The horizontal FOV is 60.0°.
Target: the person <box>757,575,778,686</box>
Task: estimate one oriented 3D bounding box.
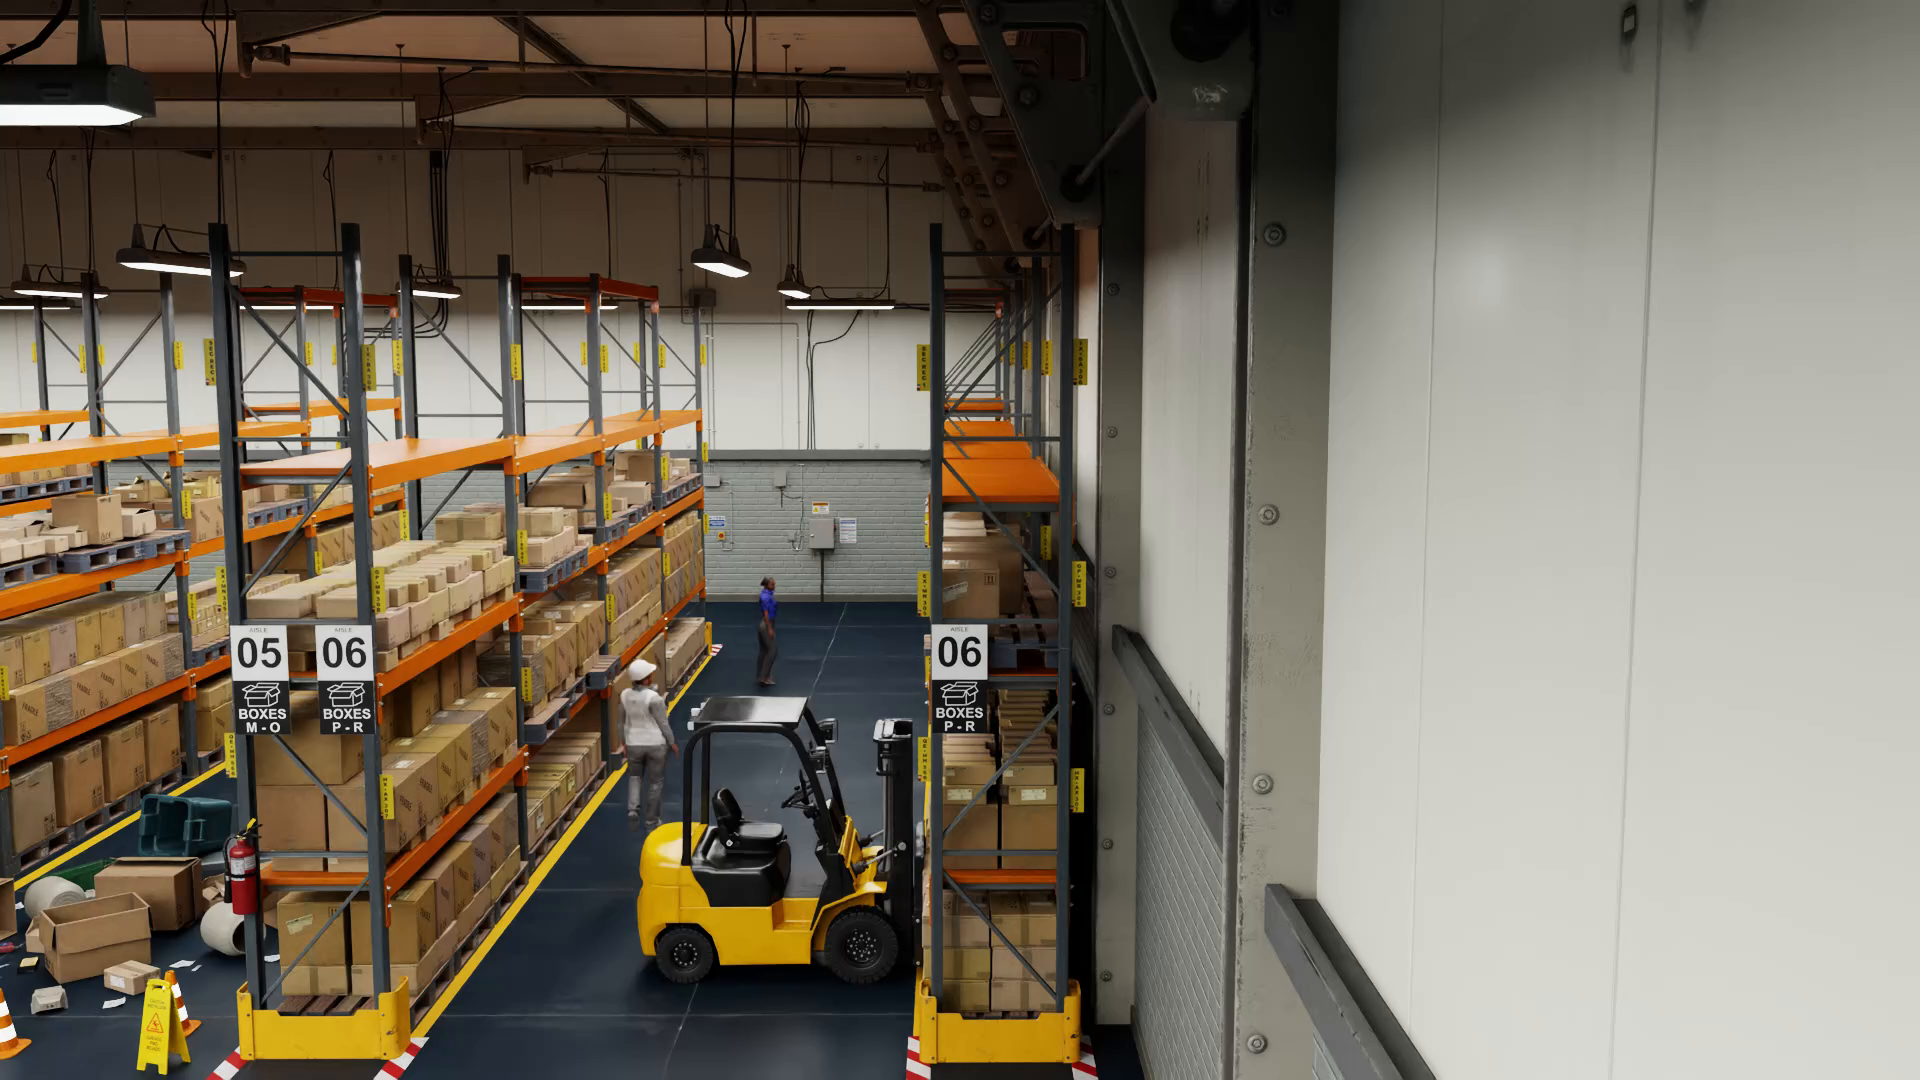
[{"bbox_3d":[-2.953,1.366,25.439,0.335,1.661,0.555,-1,7,-6],"label":"person"}]

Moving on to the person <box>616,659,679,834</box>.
[{"bbox_3d":[-3.140,2.052,16.663,0.616,1.757,0.472,0,7,3],"label":"person"}]
